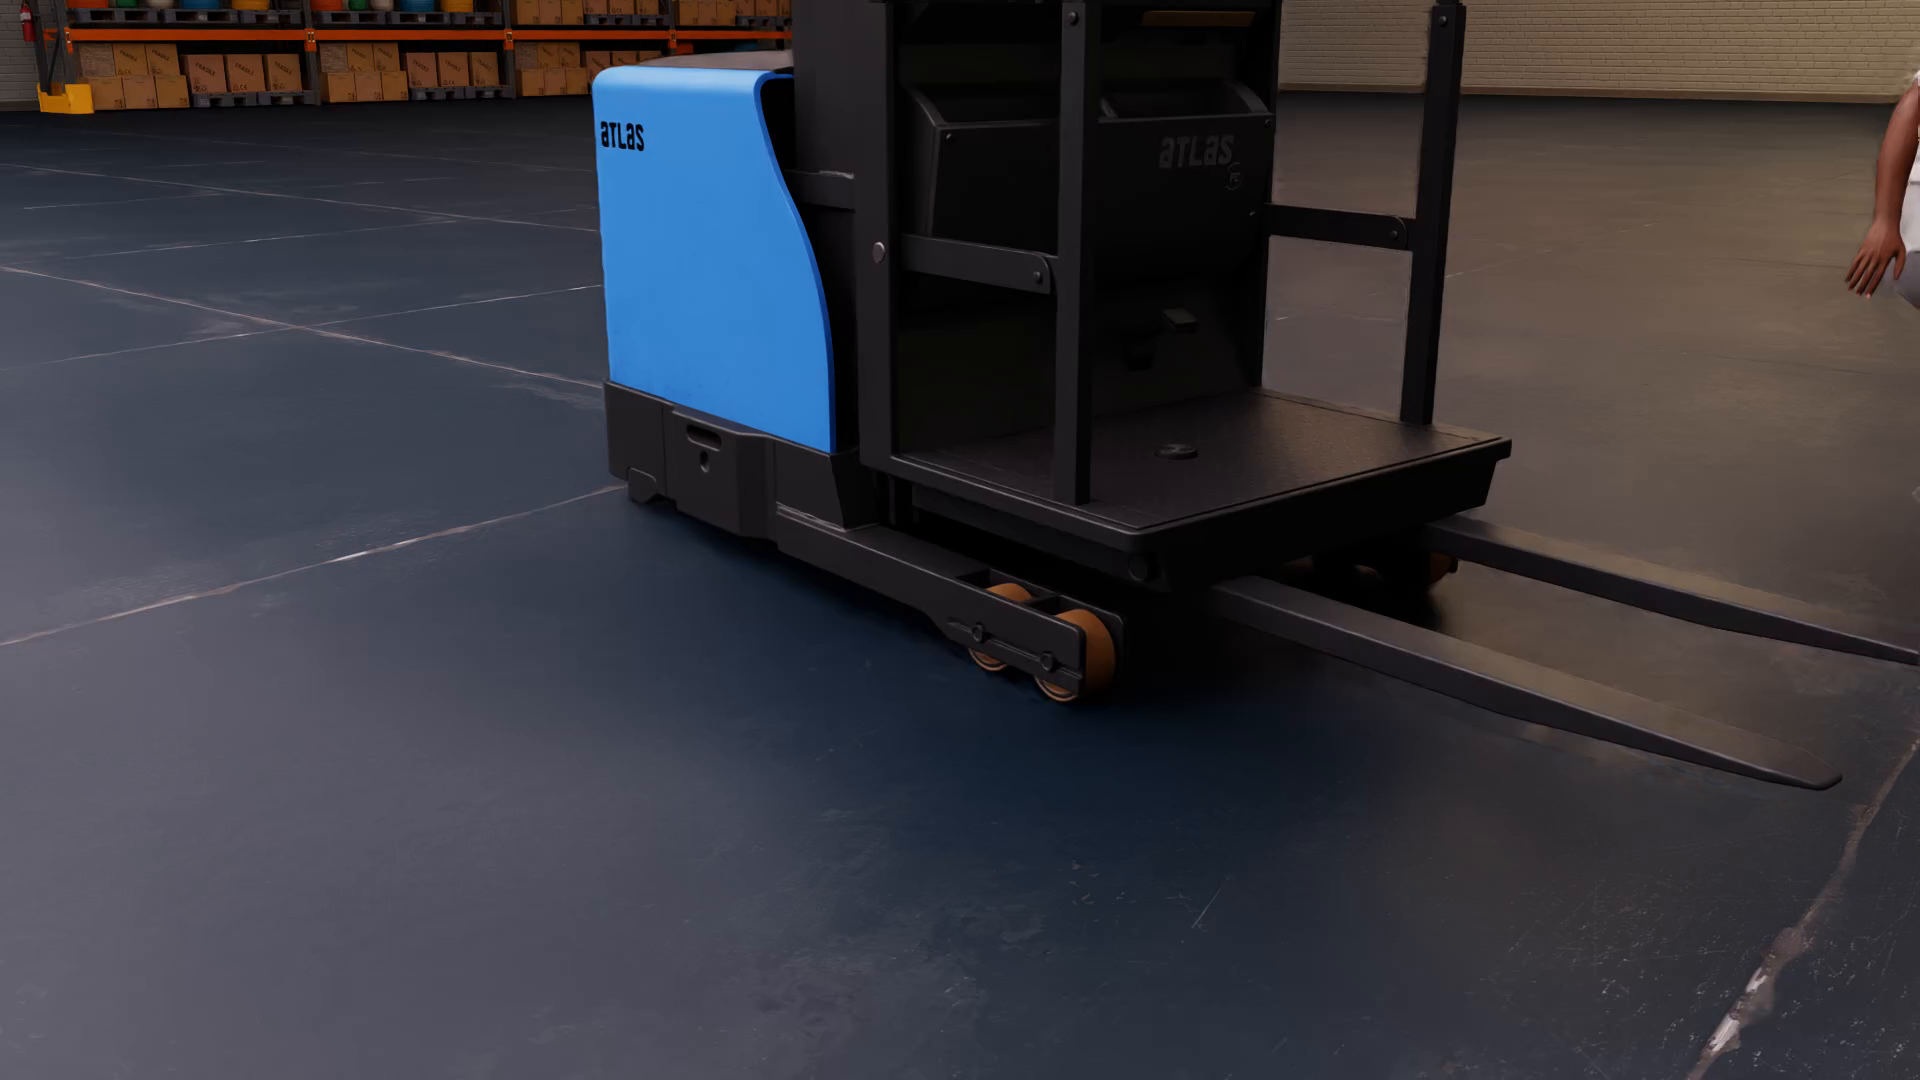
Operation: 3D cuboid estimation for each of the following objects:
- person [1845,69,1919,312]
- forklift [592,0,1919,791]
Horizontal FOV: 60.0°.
[{"bbox_3d":[2.311,-0.610,3.517,0.705,1.460,0.666,-14,22,-38],"label":"person"},{"bbox_3d":[0.412,-1.275,3.096,1.130,2.935,3.031,-13,21,-37],"label":"forklift"}]
